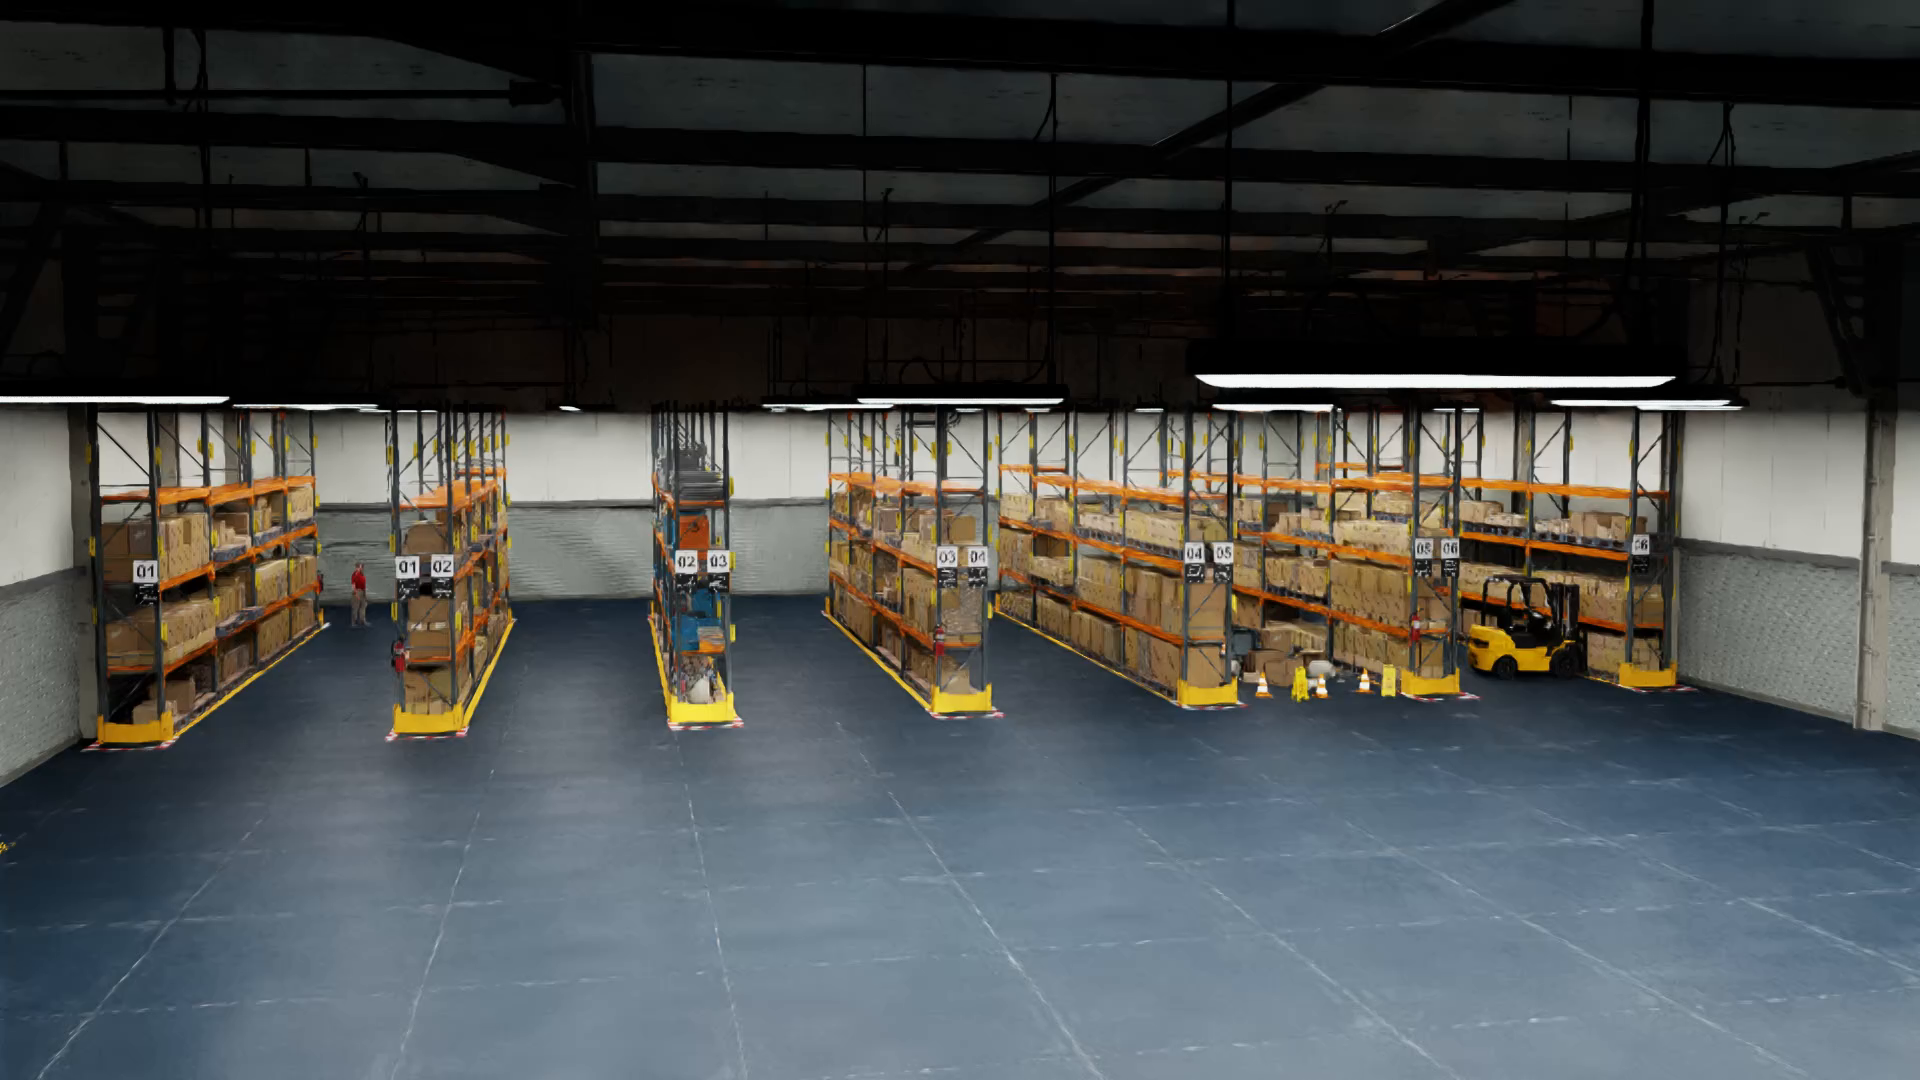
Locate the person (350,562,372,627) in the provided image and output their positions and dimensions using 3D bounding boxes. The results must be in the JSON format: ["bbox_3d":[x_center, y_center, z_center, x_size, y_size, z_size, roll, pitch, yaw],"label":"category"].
[{"bbox_3d":[-16.216,1.463,44.903,0.427,1.733,0.643,0,4,6],"label":"person"}]
